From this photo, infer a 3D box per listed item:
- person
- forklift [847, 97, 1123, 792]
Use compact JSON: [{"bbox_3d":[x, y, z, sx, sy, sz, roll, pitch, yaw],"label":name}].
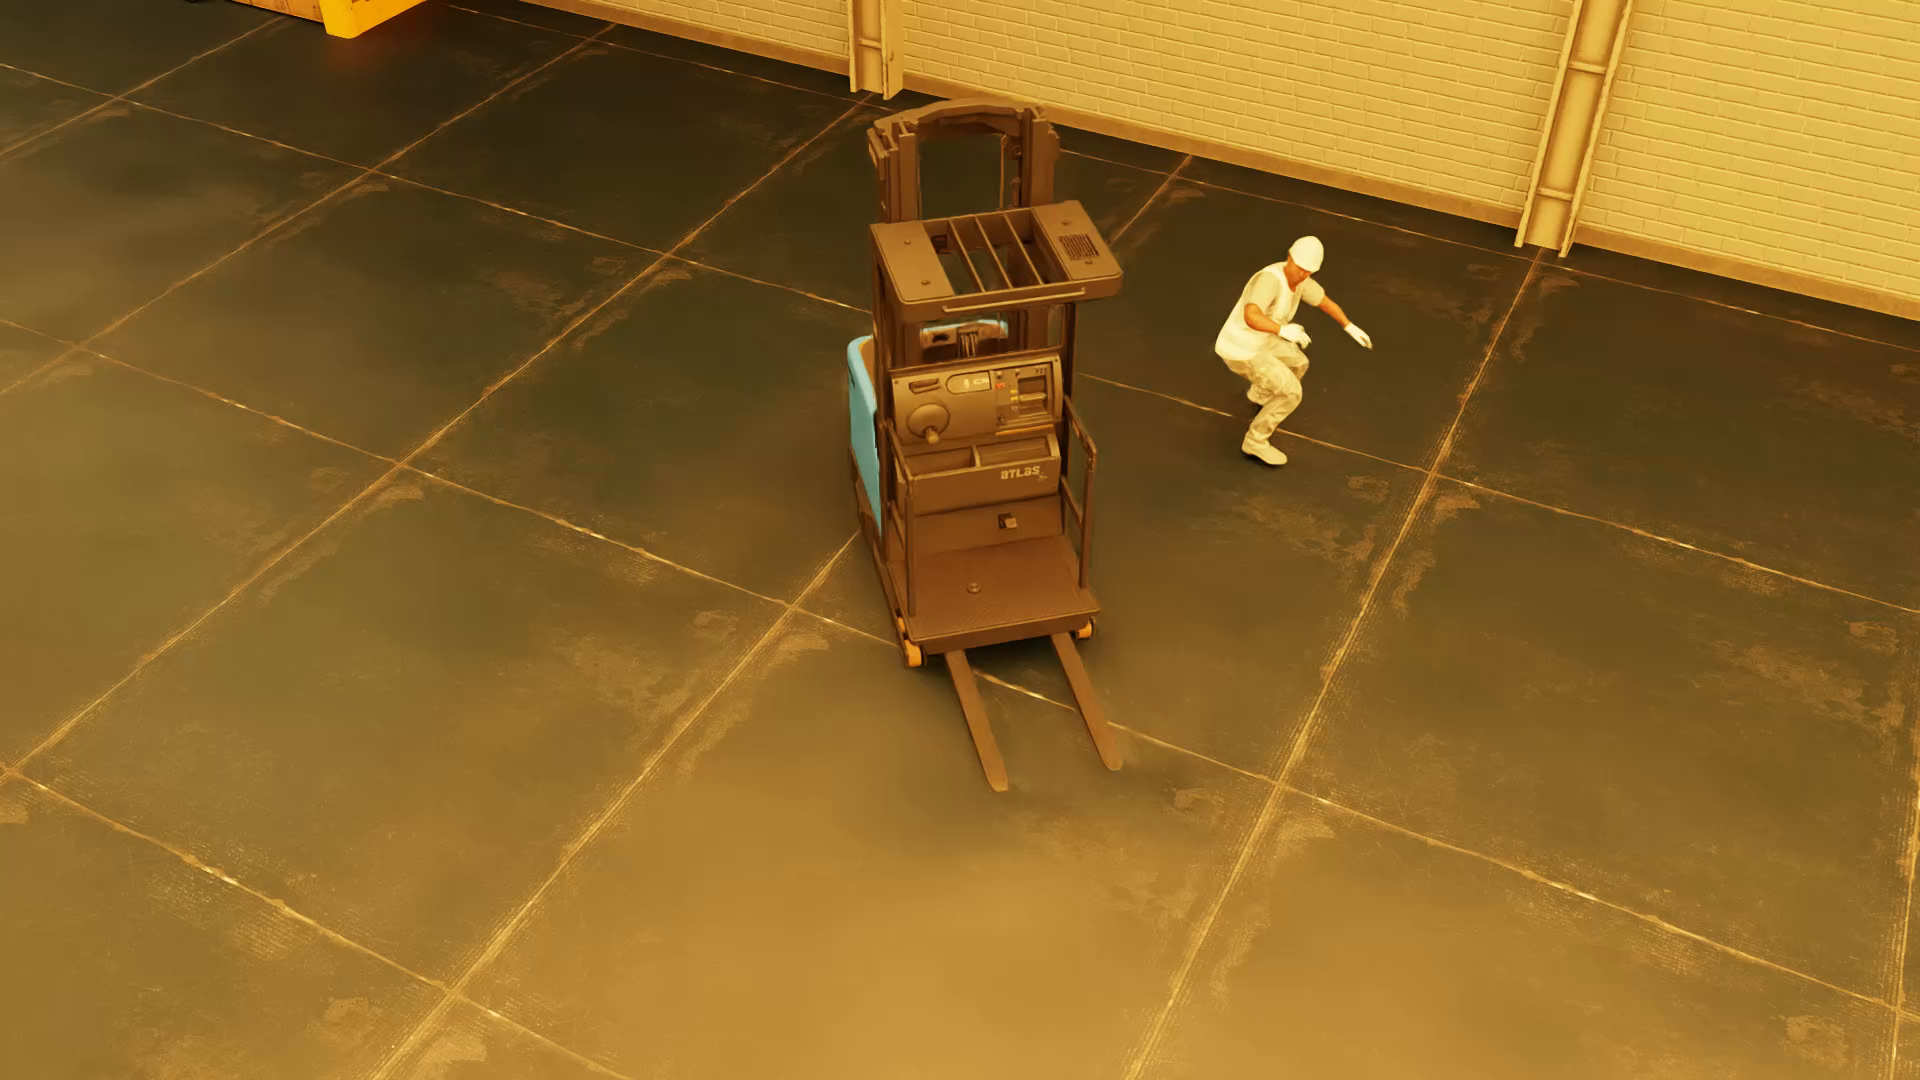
[{"bbox_3d":[2.101,-1.214,10.571,0.927,1.514,0.825,15,42,17],"label":"person"},{"bbox_3d":[0.150,-0.675,8.788,1.130,2.935,3.031,-9,41,-10],"label":"forklift"}]
